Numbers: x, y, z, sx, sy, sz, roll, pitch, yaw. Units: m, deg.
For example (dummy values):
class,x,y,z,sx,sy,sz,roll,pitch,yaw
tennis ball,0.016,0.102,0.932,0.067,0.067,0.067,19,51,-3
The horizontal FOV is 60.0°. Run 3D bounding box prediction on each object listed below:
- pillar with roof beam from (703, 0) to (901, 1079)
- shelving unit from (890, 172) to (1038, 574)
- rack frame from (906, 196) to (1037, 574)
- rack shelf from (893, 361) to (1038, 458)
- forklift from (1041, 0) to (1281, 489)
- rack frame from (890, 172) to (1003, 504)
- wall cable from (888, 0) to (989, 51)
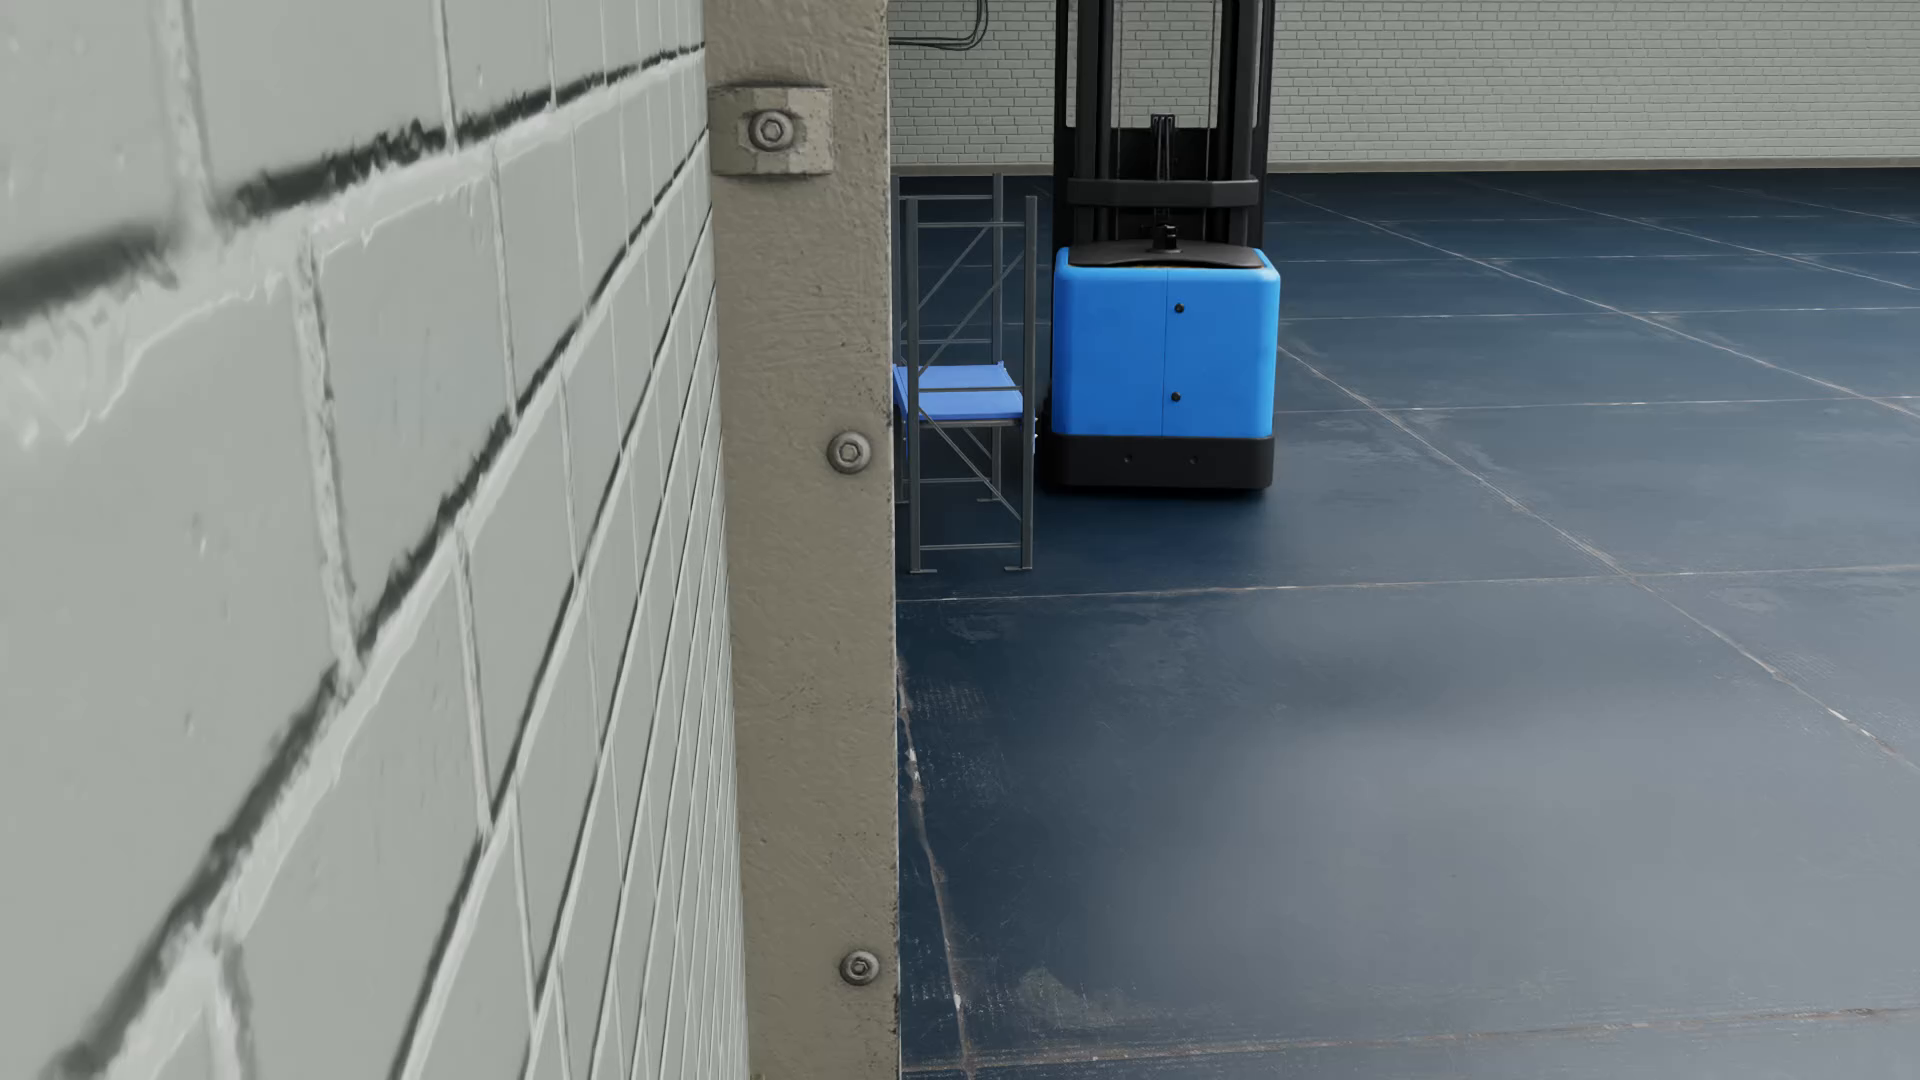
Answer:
class,x,y,z,sx,sy,sz,roll,pitch,yaw
pillar with roof beam,3.990,-3.285,2.618,9.100,9.000,0.400,-2,18,-6
shelving unit,-0.009,-0.741,7.033,0.538,1.500,1.048,-2,18,-6
rack frame,0.044,-0.590,6.551,0.500,1.500,0.032,-2,18,-6
rack shelf,-0.009,-0.569,7.087,0.538,0.185,1.000,-2,18,-6
forklift,1.037,-2.026,8.738,1.130,2.935,3.031,1,17,4
rack frame,-0.061,-0.892,7.516,0.500,1.500,0.032,-2,18,-6
wall cable,-1.137,-7.952,22.668,3.097,2.526,0.112,-2,18,-6
